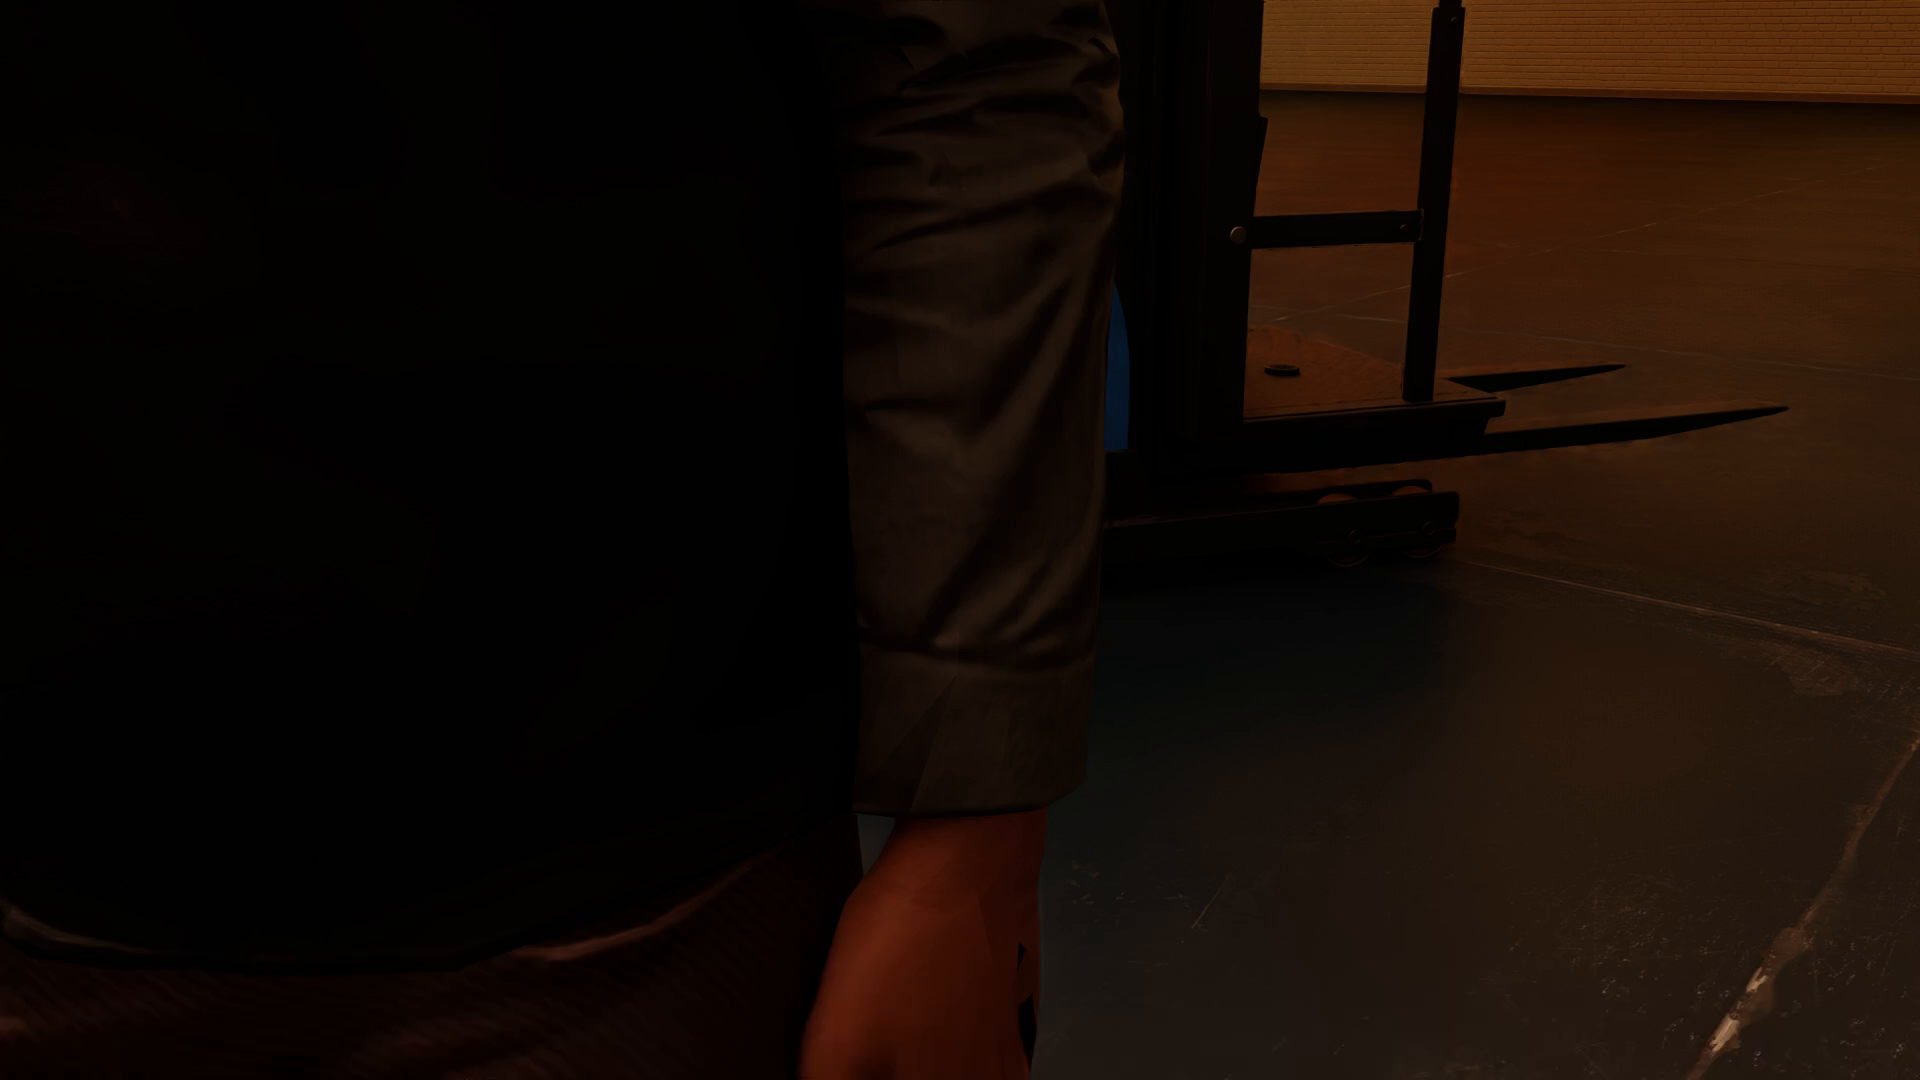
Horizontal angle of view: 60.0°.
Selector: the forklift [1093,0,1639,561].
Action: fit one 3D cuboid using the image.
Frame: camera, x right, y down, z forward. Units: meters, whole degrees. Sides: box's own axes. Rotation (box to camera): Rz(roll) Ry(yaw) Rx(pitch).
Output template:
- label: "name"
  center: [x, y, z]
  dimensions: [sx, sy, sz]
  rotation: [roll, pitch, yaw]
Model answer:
- label: "forklift"
  center: [0.535, -1.521, 3.906]
  dimensions: [3.031, 2.935, 1.130]
  rotation: [-11, 20, -33]
